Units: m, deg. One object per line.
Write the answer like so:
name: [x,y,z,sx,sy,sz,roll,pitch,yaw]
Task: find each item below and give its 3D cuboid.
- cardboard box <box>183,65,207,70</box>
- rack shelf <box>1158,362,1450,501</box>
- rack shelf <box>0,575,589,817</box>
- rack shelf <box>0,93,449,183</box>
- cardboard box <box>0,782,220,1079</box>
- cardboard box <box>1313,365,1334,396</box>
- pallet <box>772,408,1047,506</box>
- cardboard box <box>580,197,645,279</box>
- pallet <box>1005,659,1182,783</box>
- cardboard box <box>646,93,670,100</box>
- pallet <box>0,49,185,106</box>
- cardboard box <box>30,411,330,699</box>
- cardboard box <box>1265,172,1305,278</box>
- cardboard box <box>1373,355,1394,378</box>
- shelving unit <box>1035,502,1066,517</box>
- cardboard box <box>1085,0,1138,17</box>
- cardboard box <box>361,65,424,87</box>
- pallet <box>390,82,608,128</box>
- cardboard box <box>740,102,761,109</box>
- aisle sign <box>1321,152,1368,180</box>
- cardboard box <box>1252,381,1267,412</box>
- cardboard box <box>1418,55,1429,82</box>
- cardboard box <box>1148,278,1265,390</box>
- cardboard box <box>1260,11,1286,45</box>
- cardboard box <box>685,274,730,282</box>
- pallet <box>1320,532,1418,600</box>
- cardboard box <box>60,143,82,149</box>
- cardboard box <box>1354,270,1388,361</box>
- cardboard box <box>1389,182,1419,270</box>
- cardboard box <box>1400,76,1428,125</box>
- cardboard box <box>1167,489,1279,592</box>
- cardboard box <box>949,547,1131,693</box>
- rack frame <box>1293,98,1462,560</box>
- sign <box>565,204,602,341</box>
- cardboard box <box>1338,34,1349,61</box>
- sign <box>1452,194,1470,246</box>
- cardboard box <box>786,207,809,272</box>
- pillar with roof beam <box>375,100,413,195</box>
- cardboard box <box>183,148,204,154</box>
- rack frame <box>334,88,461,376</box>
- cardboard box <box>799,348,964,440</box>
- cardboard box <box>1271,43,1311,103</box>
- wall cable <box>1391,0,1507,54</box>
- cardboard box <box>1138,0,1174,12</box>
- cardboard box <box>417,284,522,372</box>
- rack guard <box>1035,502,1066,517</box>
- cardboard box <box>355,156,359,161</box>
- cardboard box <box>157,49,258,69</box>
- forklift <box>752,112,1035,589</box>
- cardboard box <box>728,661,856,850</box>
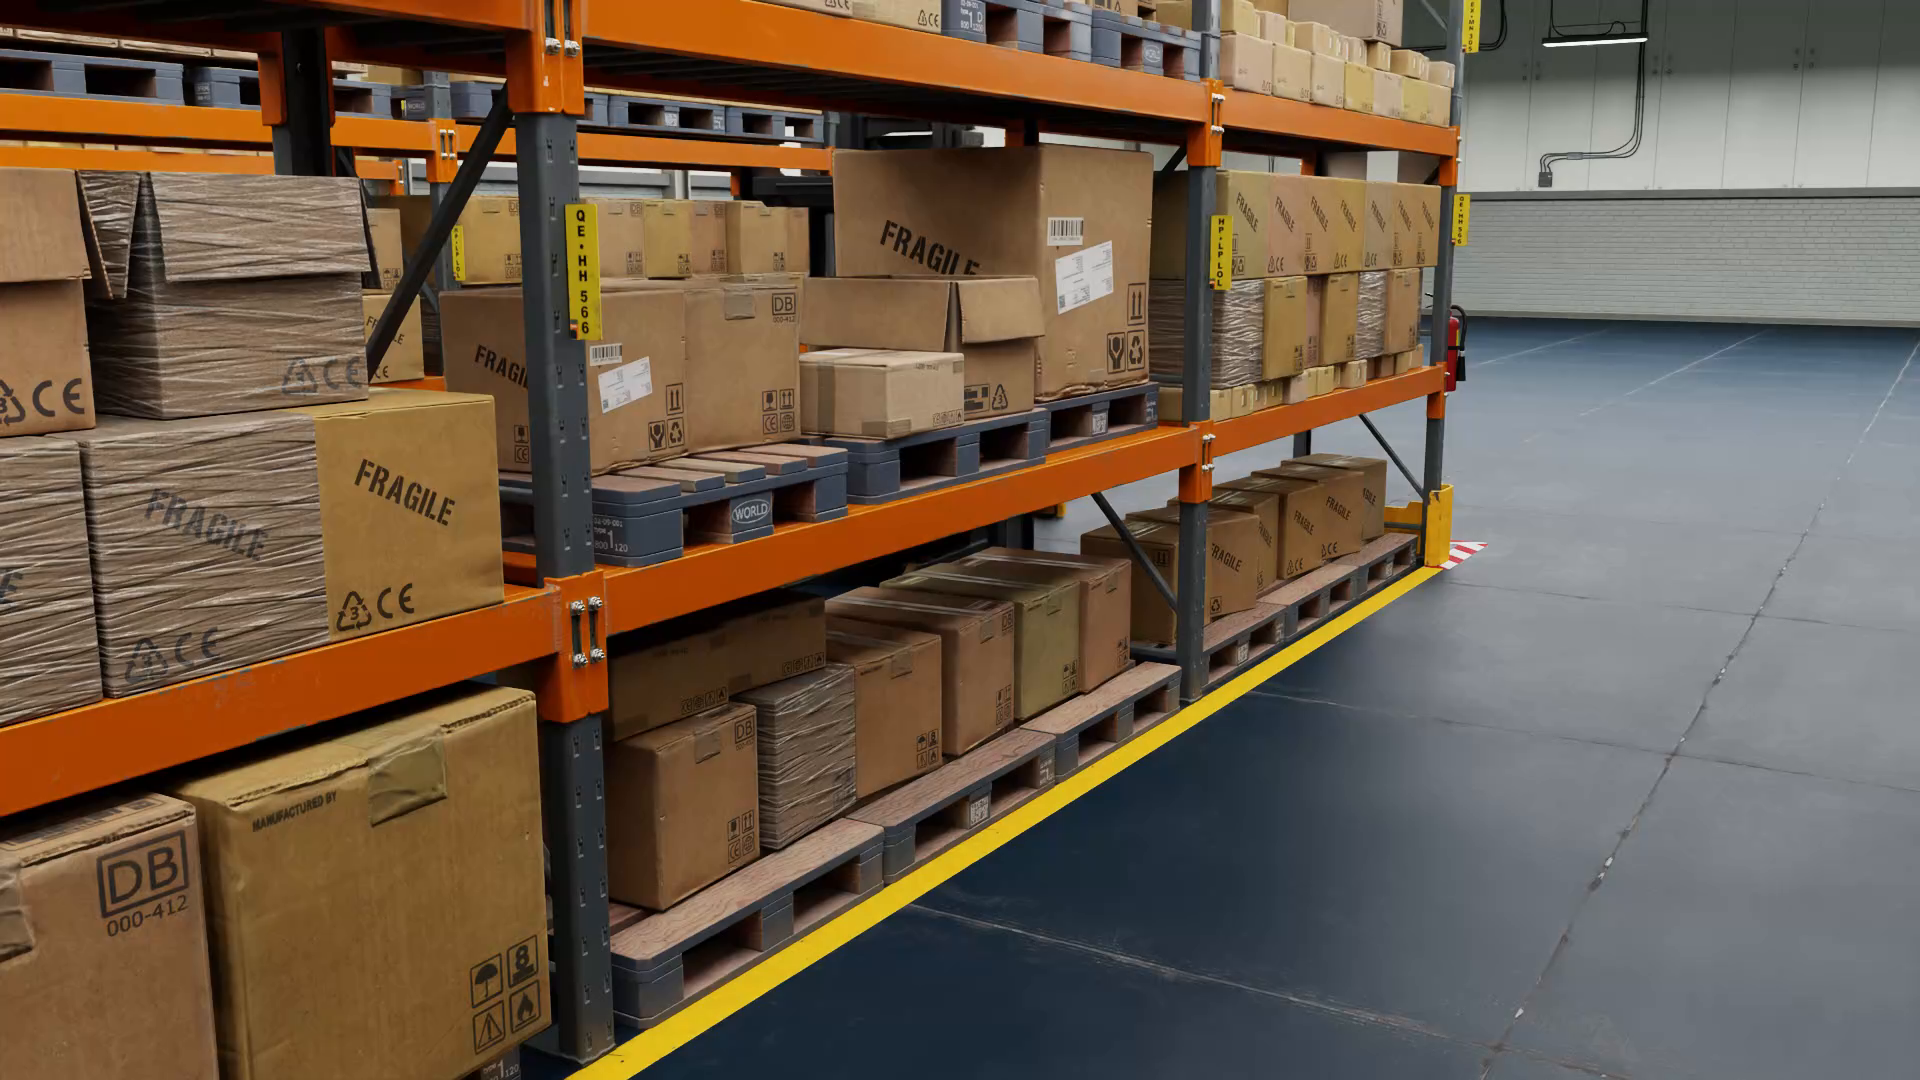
cardboard box: [-4.251,-2.719,9.360,0.250,0.149,0.380,6,12,31]
rack shelf: [1.725,-0.723,9.536,1.077,0.370,4.000,6,12,31]
rack shelf: [-2.429,0.535,2.815,1.077,0.370,4.000,6,12,31]
rack shelf: [-4.539,-2.058,8.515,1.077,0.370,4.000,6,12,31]
cardboard box: [-2.236,0.951,3.272,1.225,0.875,0.875,6,12,31]
cardboard box: [1.822,-0.881,9.106,0.380,0.149,0.250,6,12,31]
pallet: [-0.398,-0.354,6.130,1.003,0.211,1.213,6,12,31]
cardboard box: [-2.696,-2.081,11.489,0.875,0.550,0.550,6,12,31]
pallet: [0.283,0.731,7.391,1.003,0.211,1.213,6,12,31]
cardboard box: [-2.231,-3.123,11.515,0.380,0.149,0.250,7,12,31]
pallet: [-4.710,-2.287,8.295,1.003,0.211,1.213,7,13,33]
cardboard box: [-1.699,-0.003,3.463,0.500,0.500,0.500,6,12,30]
cardboard box: [1.395,-1.574,8.330,0.500,0.500,0.500,6,12,31]
cardboard box: [2.432,-1.082,10.180,0.380,0.149,0.250,6,12,31]
shelving unit: [0.319,-0.865,12.416,0.587,1.500,1.083,5,12,27]
cardboard box: [0.358,-2.429,7.121,0.797,0.503,0.637,6,12,28]
cardboard box: [-3.585,-2.946,10.574,0.380,0.149,0.250,6,12,30]
pallet: [-3.067,-2.811,10.819,1.003,0.211,1.213,6,12,31]
cardboard box: [-1.703,-3.283,12.373,0.380,0.149,0.250,7,12,31]
aisle sign: [2.539,-2.708,11.115,0.394,0.787,0.004,6,12,31]
cardboard box: [1.302,-0.724,8.267,0.380,0.149,0.250,6,12,31]
cardboard box: [2.602,-2.831,10.013,0.380,0.149,0.250,6,12,28]
cardboard box: [0.973,-1.023,8.099,0.875,0.500,0.500,6,12,31]
cardboard box: [1.358,-2.470,8.082,0.380,0.149,0.250,6,12,31]
cardboard box: [-2.243,-1.728,12.537,0.875,0.550,0.550,6,12,31]
pallet: [2.271,0.116,10.678,1.003,0.211,1.213,6,12,31]
cardboard box: [-7.194,-3.171,13.186,0.380,0.149,0.250,6,12,31]
cardboard box: [2.000,-1.338,9.786,0.875,0.500,0.500,6,12,31]
cardboard box: [2.434,-1.889,10.010,0.500,0.500,0.500,6,12,31]
cardboard box: [2.473,-2.613,9.932,0.500,0.250,0.500,6,12,31]
cardboard box: [1.474,0.005,9.343,0.500,0.500,0.500,5,12,26]
cardboard box: [0.349,0.345,7.474,0.700,0.500,0.500,5,12,26]
rack frame: [2.763,-1.391,11.149,1.000,3.000,0.127,6,12,31]
sign: [-0.914,-0.650,4.042,0.100,0.325,0.005,6,12,31]
cardboard box: [1.868,-2.633,8.955,0.380,0.149,0.250,7,13,32]
sign: [3.227,-2.060,10.714,0.100,0.325,0.005,6,12,31]
cardboard box: [-1.650,-2.431,13.360,0.875,0.550,0.550,6,12,31]
pillar with roof beam: [-4.289,-6.270,20.903,9.100,9.000,0.400,6,12,31]
cardboard box: [-6.609,-3.328,14.027,0.380,0.149,0.250,6,12,31]
rack frame: [-3.501,-1.252,10.405,1.000,3.000,0.127,6,12,31]
cardboard box: [-0.324,-0.508,5.695,0.500,0.250,0.500,6,12,29]
cardboard box: [1.409,-2.293,8.221,0.500,0.250,0.500,6,12,30]
wall cable: [12.109,-13.430,41.504,3.097,2.526,0.112,6,12,31]
cardboard box: [0.702,-2.773,7.939,0.500,0.500,0.500,6,12,29]
cardboard box: [-3.319,-1.385,10.707,0.875,0.550,0.550,6,12,31]
rack guard: [0.547,-0.333,12.966,0.587,0.250,0.087,5,12,27]
cardboard box: [-5.754,-3.564,15.286,0.380,0.149,0.250,6,12,31]
cardboard box: [-3.954,-2.693,8.946,0.500,0.250,0.500,6,12,30]
forklift: [-0.590,-1.229,10.470,1.130,2.935,3.031,5,12,27]
cardboard box: [-0.783,0.683,5.664,0.700,0.500,0.500,5,12,26]
